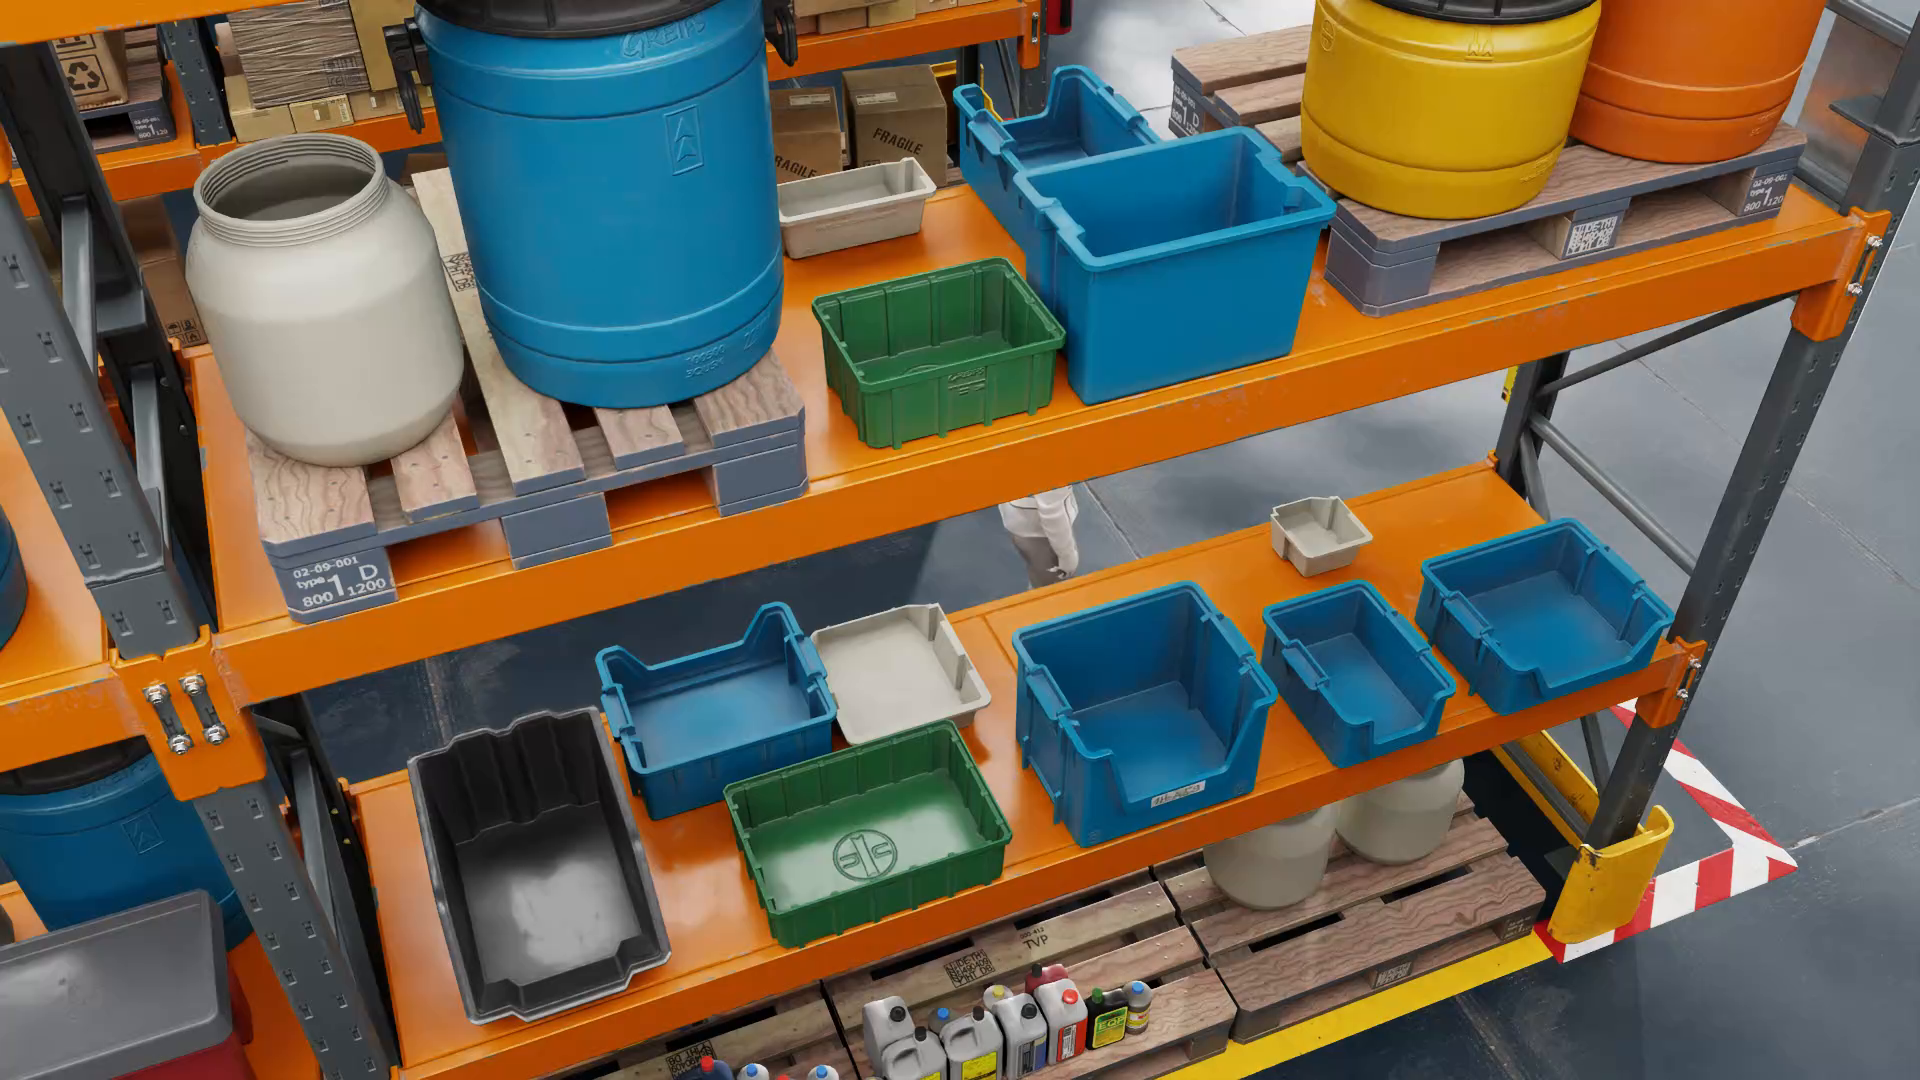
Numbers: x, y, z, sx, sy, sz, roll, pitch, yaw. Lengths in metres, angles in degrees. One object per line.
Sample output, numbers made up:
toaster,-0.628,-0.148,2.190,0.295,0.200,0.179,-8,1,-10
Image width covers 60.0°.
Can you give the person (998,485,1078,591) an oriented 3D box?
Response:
person,0.354,-0.097,6.265,0.414,1.663,0.532,-4,42,-5
